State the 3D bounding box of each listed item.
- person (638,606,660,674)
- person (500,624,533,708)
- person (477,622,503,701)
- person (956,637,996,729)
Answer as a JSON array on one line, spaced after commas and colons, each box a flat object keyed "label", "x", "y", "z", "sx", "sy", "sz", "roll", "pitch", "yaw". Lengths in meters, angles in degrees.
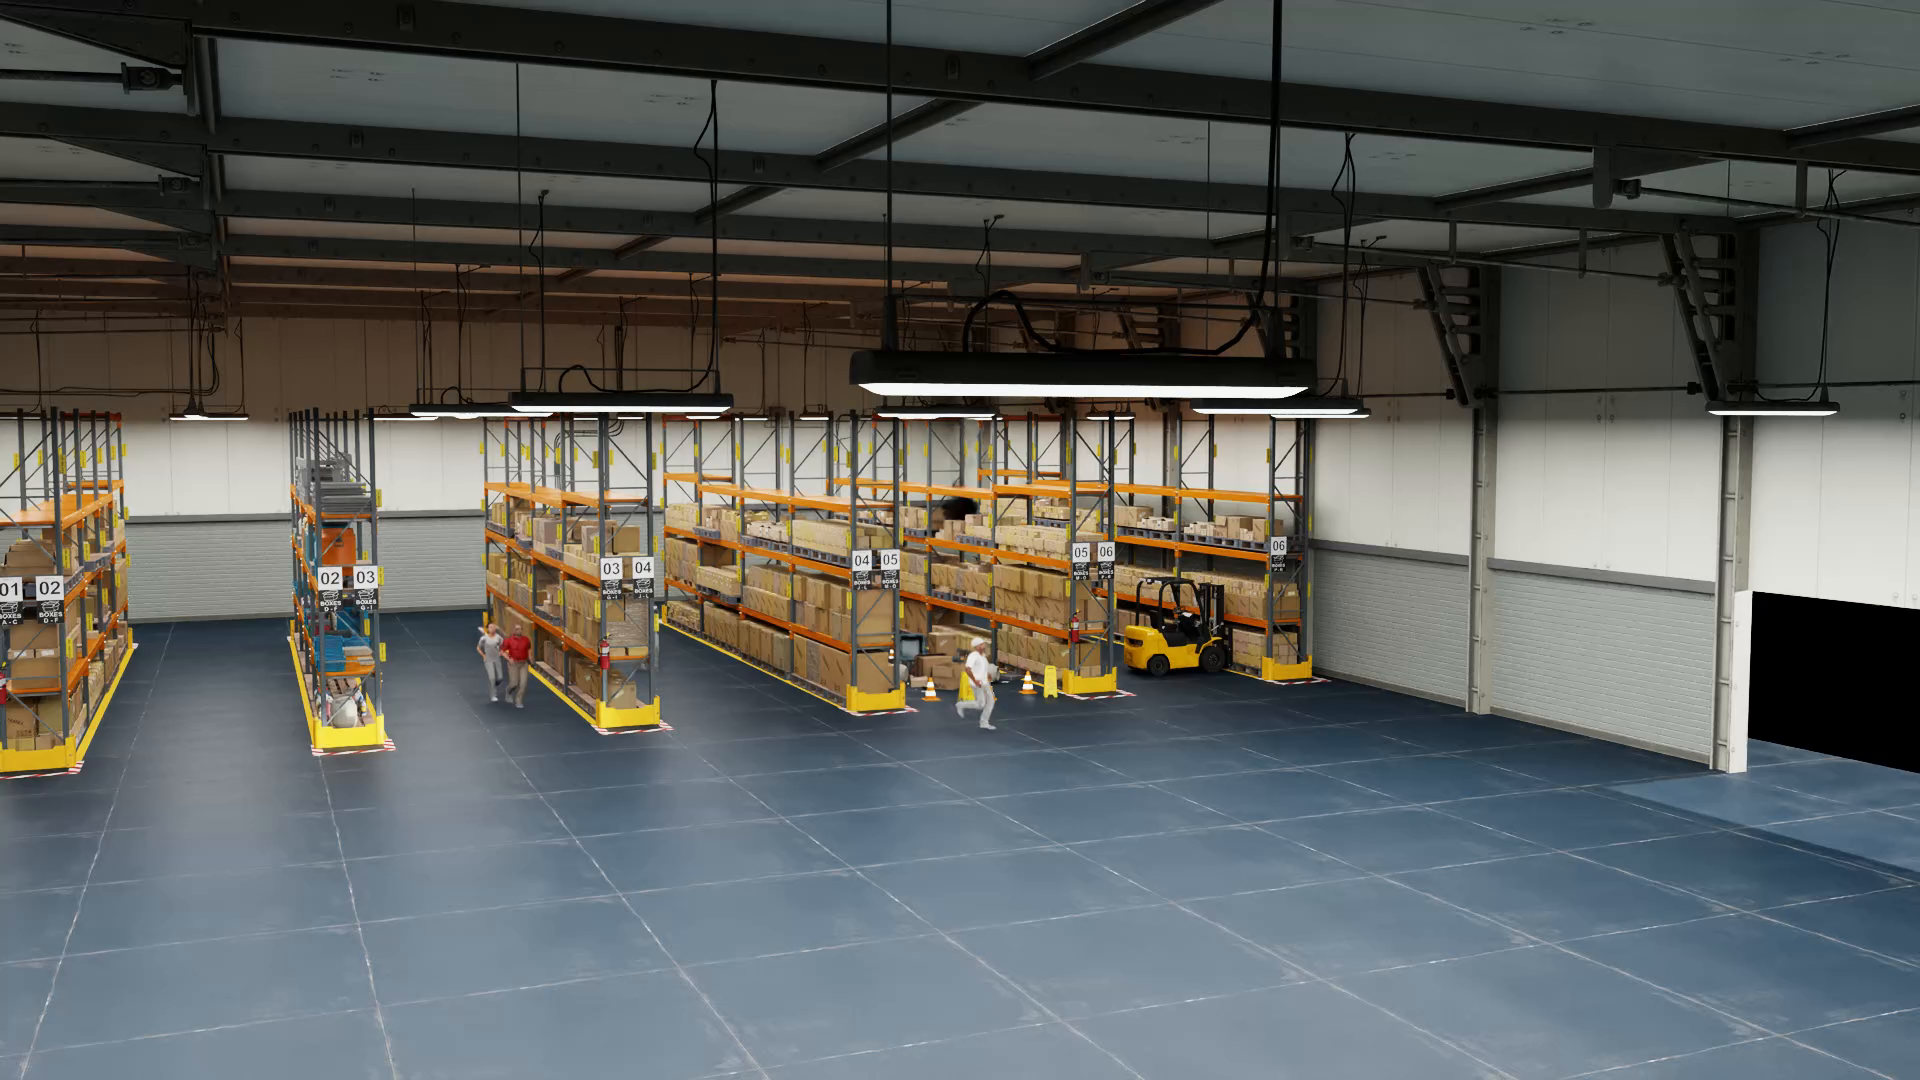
[{"label": "person", "x": -7.187, "y": 2.167, "z": 38.329, "sx": 0.616, "sy": 1.835, "sz": 0.882, "roll": -2, "pitch": 5, "yaw": -28}, {"label": "person", "x": -8.925, "y": 2.532, "z": 33.538, "sx": 0.648, "sy": 1.679, "sz": 0.595, "roll": -3, "pitch": 5, "yaw": -35}, {"label": "person", "x": -9.694, "y": 2.500, "z": 34.391, "sx": 0.566, "sy": 1.622, "sz": 0.667, "roll": -2, "pitch": 5, "yaw": -30}, {"label": "person", "x": 0.311, "y": 2.689, "z": 31.270, "sx": 0.759, "sy": 1.725, "sz": 0.703, "roll": 2, "pitch": 4, "yaw": 24}]
